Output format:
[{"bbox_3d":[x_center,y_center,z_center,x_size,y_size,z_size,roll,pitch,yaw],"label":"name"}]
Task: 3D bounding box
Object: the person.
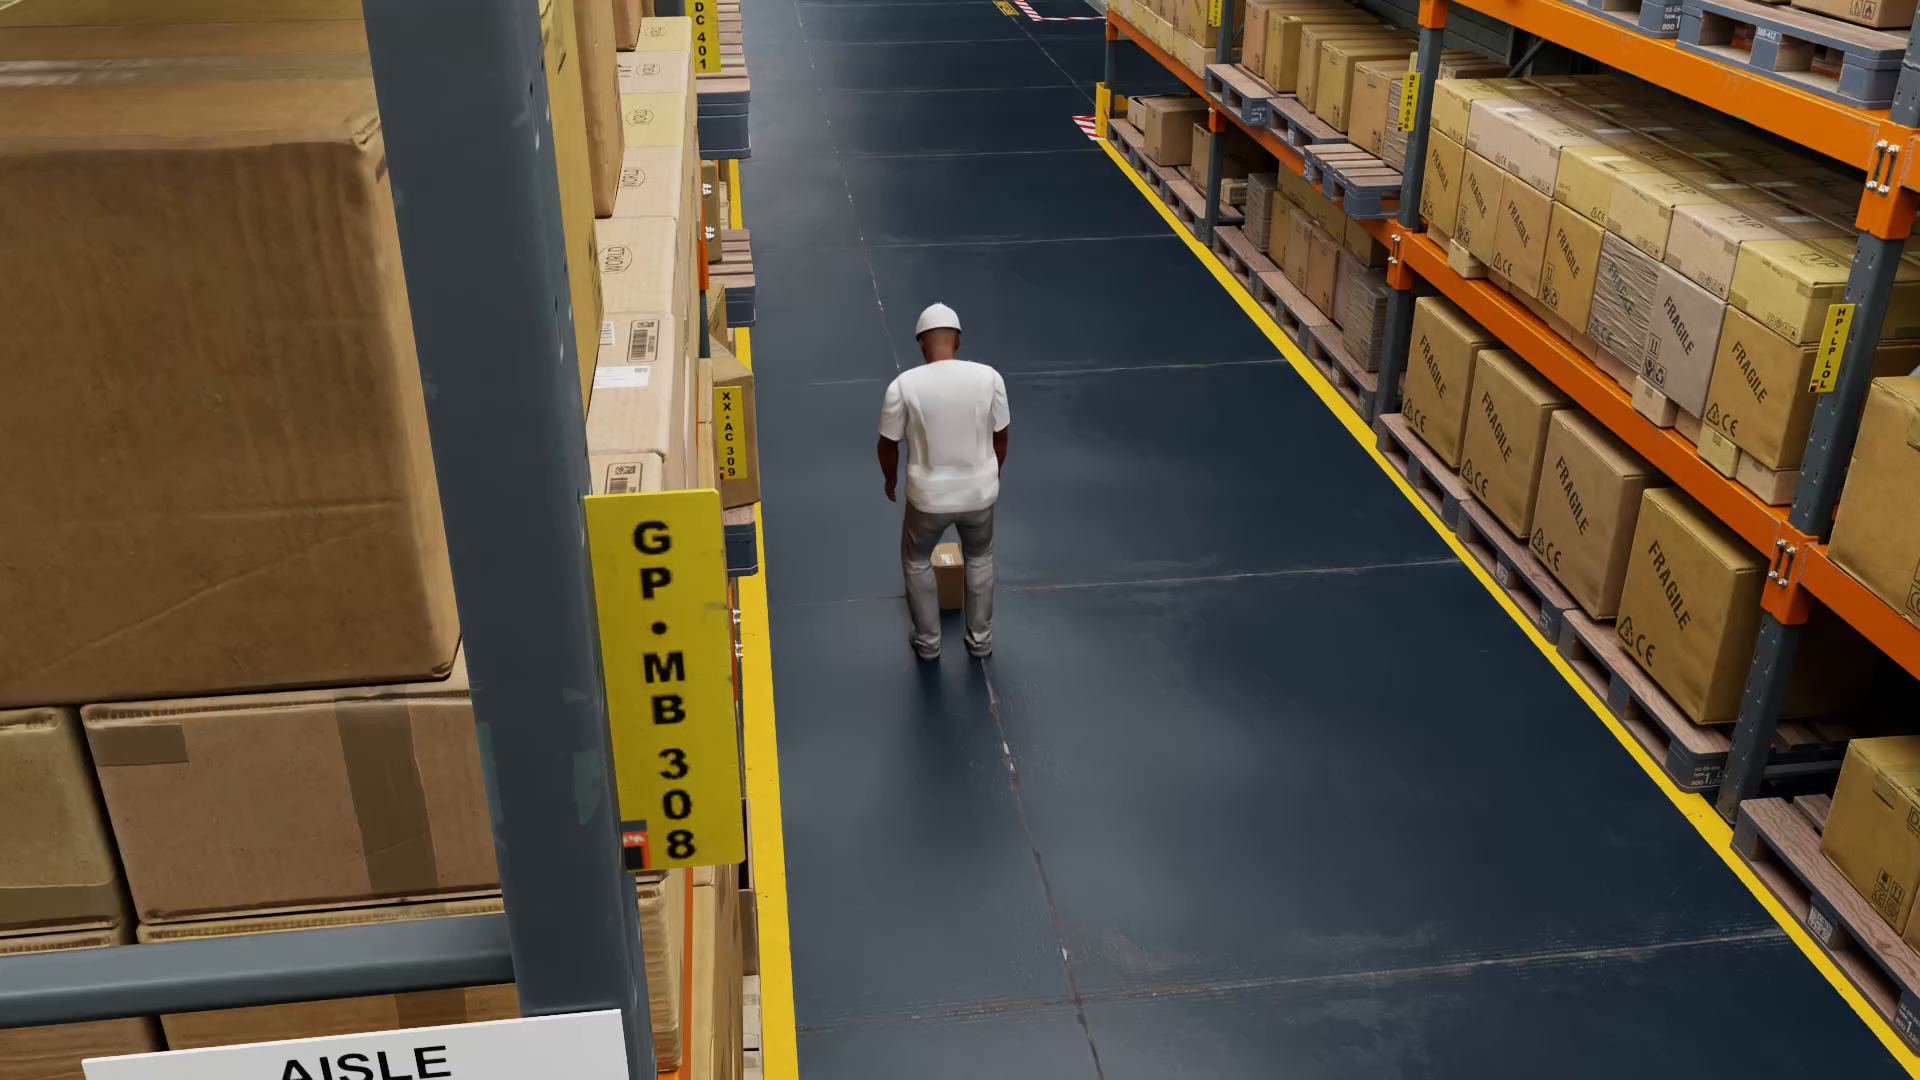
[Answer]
[{"bbox_3d":[-0.076,-0.243,7.664,0.602,1.682,0.511,-3,27,-6],"label":"person"}]
